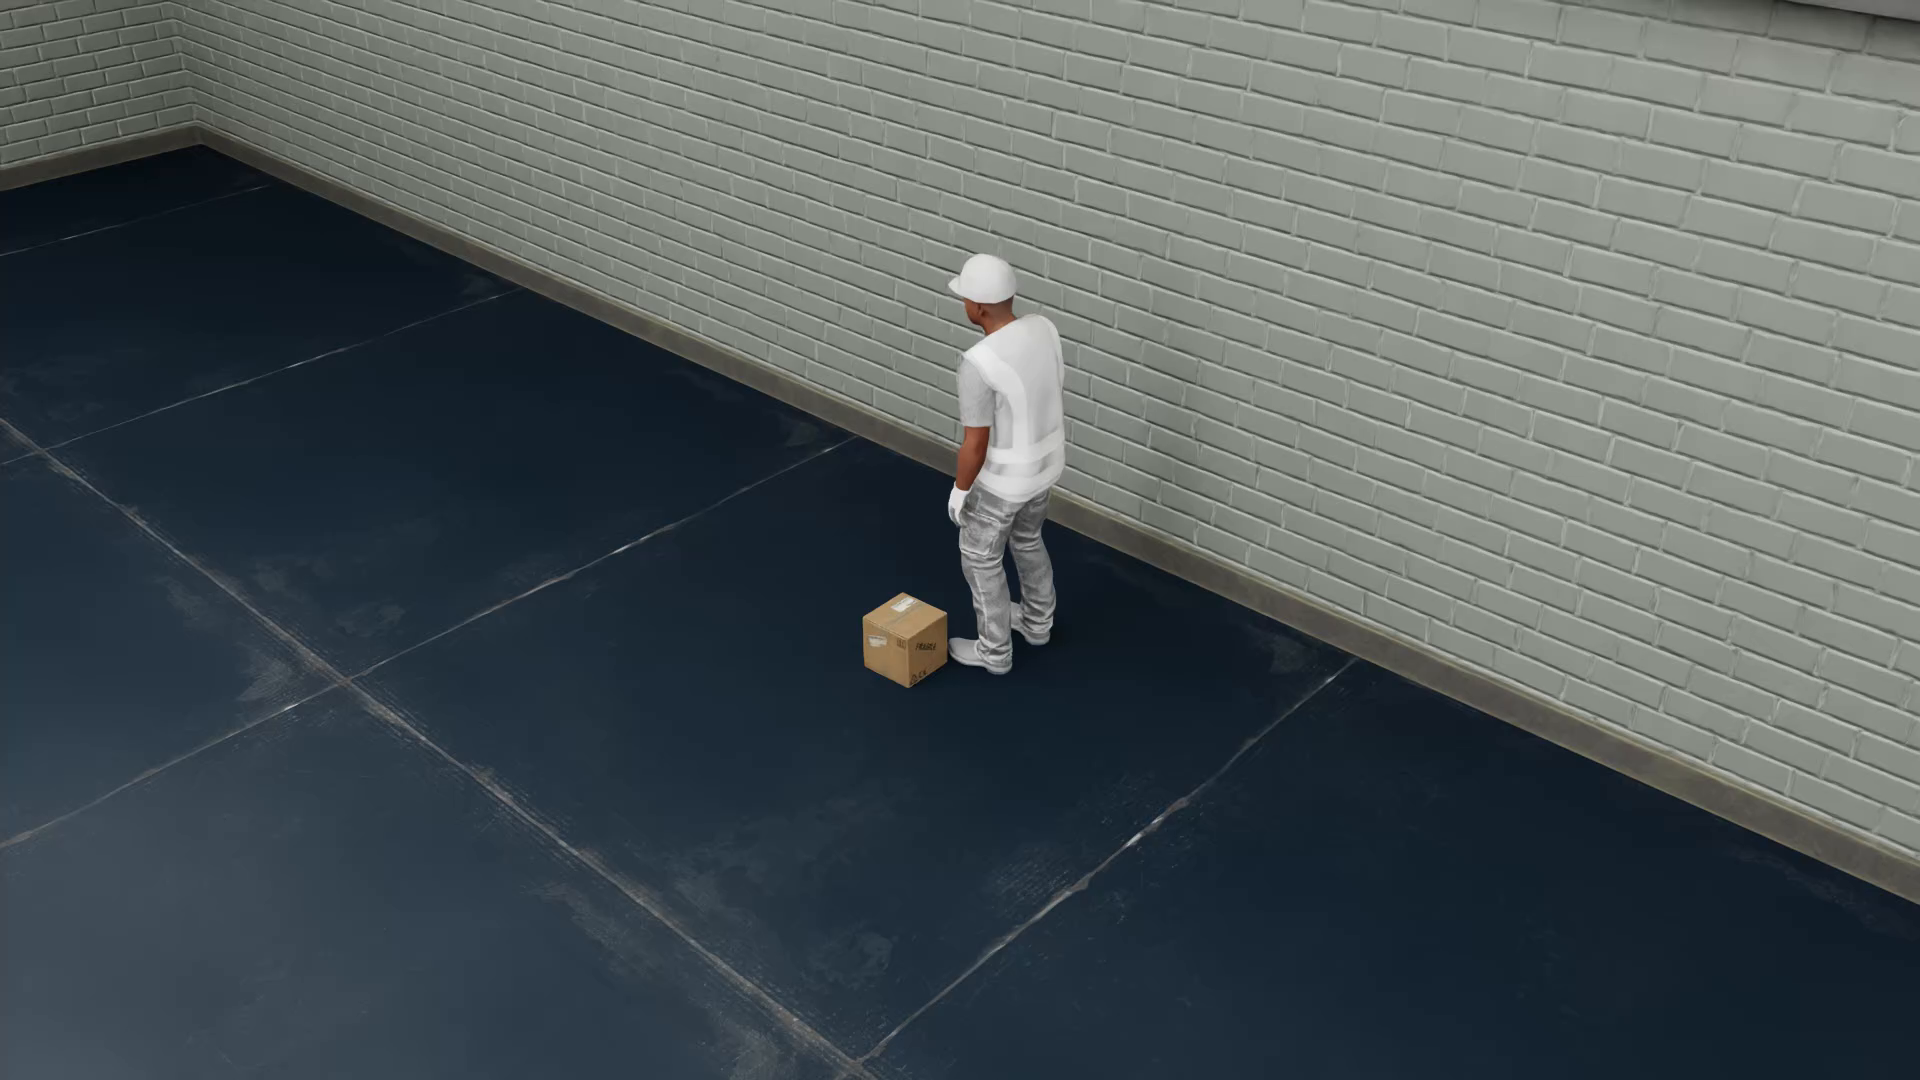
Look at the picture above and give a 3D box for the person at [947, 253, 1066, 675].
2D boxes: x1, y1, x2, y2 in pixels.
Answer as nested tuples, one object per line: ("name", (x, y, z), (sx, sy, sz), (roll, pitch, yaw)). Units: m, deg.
("person", (0.172, -0.285, 6.598), (0.449, 1.773, 0.620), (23, 38, 33))
